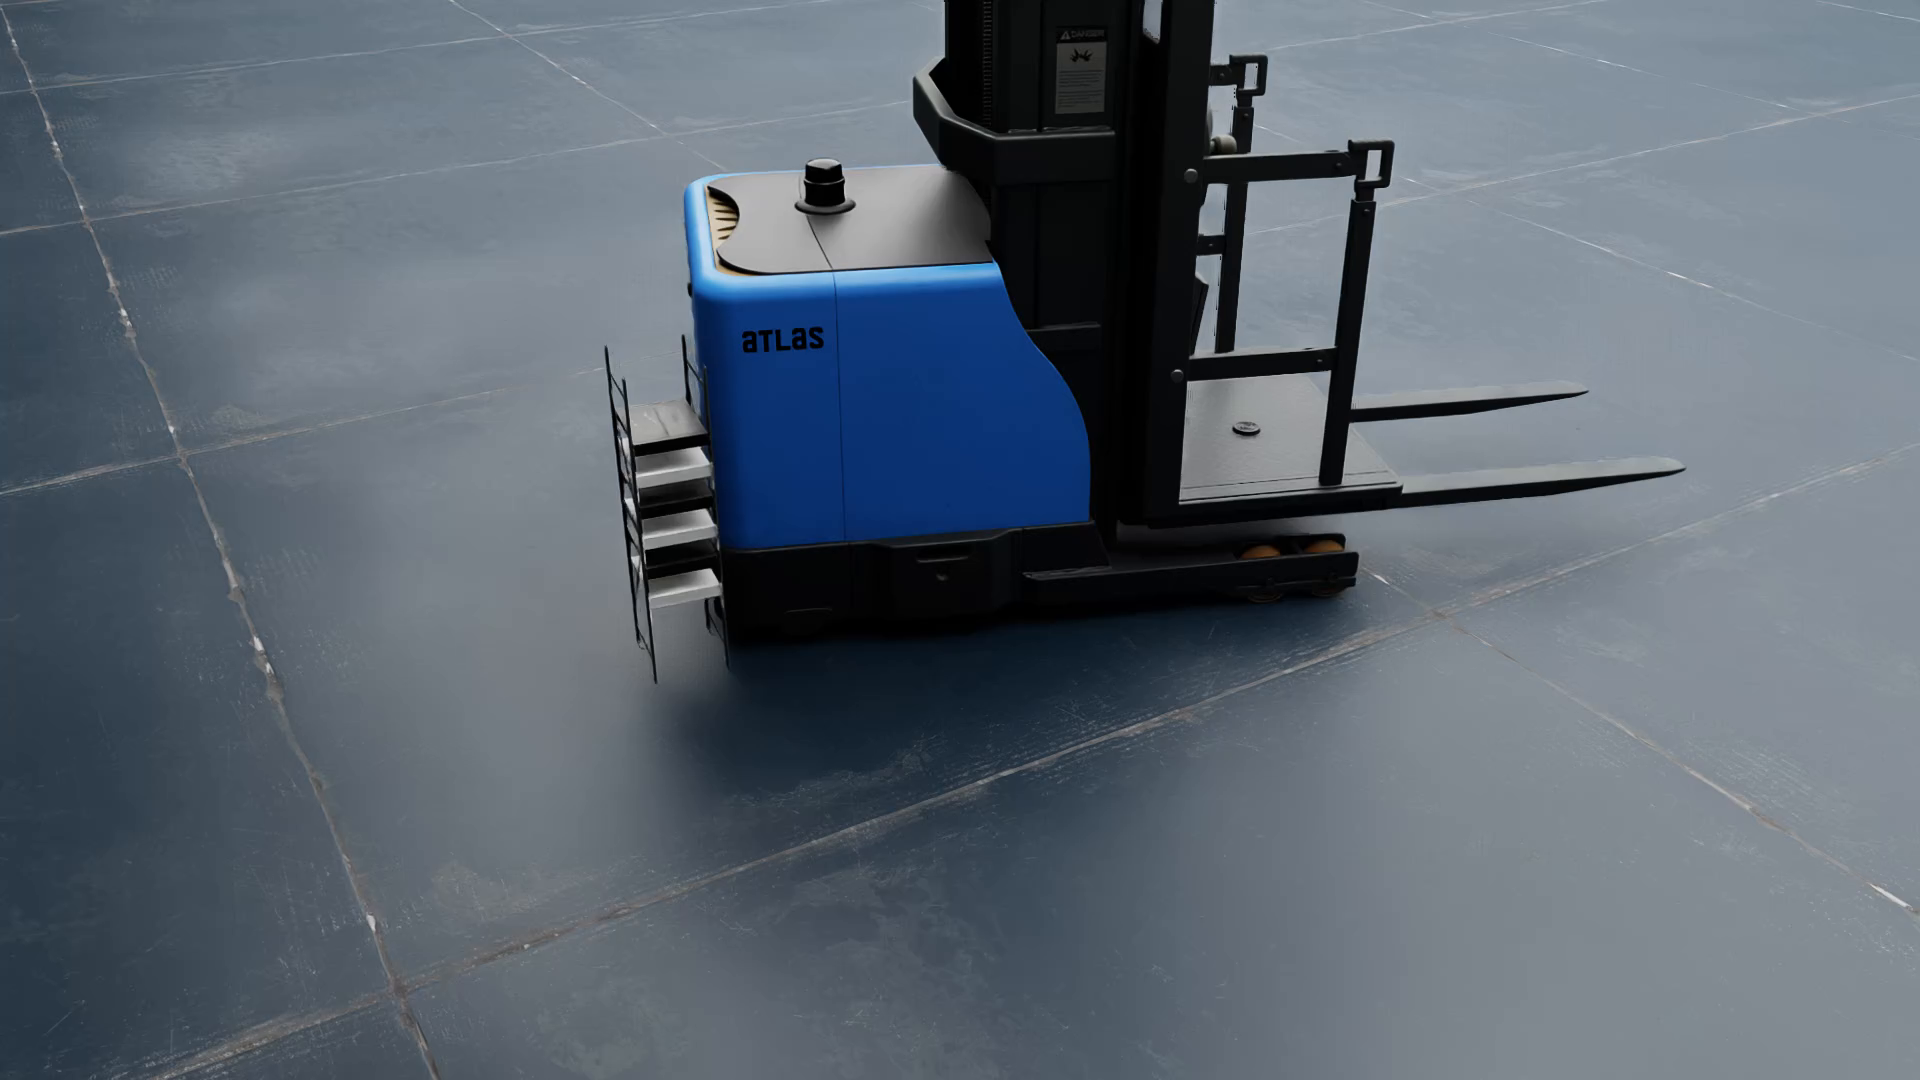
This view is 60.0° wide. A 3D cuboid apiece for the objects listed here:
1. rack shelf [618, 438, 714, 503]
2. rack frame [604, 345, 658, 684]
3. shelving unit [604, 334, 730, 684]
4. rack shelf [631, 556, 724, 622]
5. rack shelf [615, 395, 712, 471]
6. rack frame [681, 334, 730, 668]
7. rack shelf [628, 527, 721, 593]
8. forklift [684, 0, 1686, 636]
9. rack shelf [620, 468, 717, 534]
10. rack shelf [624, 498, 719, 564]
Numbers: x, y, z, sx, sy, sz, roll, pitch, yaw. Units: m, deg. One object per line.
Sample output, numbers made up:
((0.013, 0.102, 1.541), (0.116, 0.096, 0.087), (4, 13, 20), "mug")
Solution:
((-0.779, -0.202, 4.382), (0.200, 0.077, 0.258), (-11, 31, -19), "rack shelf")
((-0.873, -0.055, 4.419), (0.006, 0.900, 0.240), (-11, 31, -19), "rack frame")
((-0.779, -0.074, 4.453), (0.210, 0.900, 0.258), (-11, 31, -19), "shelving unit")
((-0.779, 0.113, 4.556), (0.200, 0.077, 0.258), (-11, 31, -19), "rack shelf")
((-0.779, -0.281, 4.338), (0.200, 0.077, 0.258), (-11, 31, -19), "rack shelf")
((-0.685, -0.092, 4.486), (0.006, 0.900, 0.240), (-11, 31, -19), "rack frame")
((-0.779, 0.034, 4.512), (0.200, 0.077, 0.258), (-11, 31, -19), "rack shelf")
((0.722, -1.344, 4.652), (3.031, 2.935, 1.130), (-5, 29, -9), "forklift")
((-0.779, -0.124, 4.425), (0.200, 0.077, 0.258), (-11, 31, -19), "rack shelf")
((-0.779, -0.045, 4.469), (0.200, 0.077, 0.258), (-11, 31, -19), "rack shelf")
